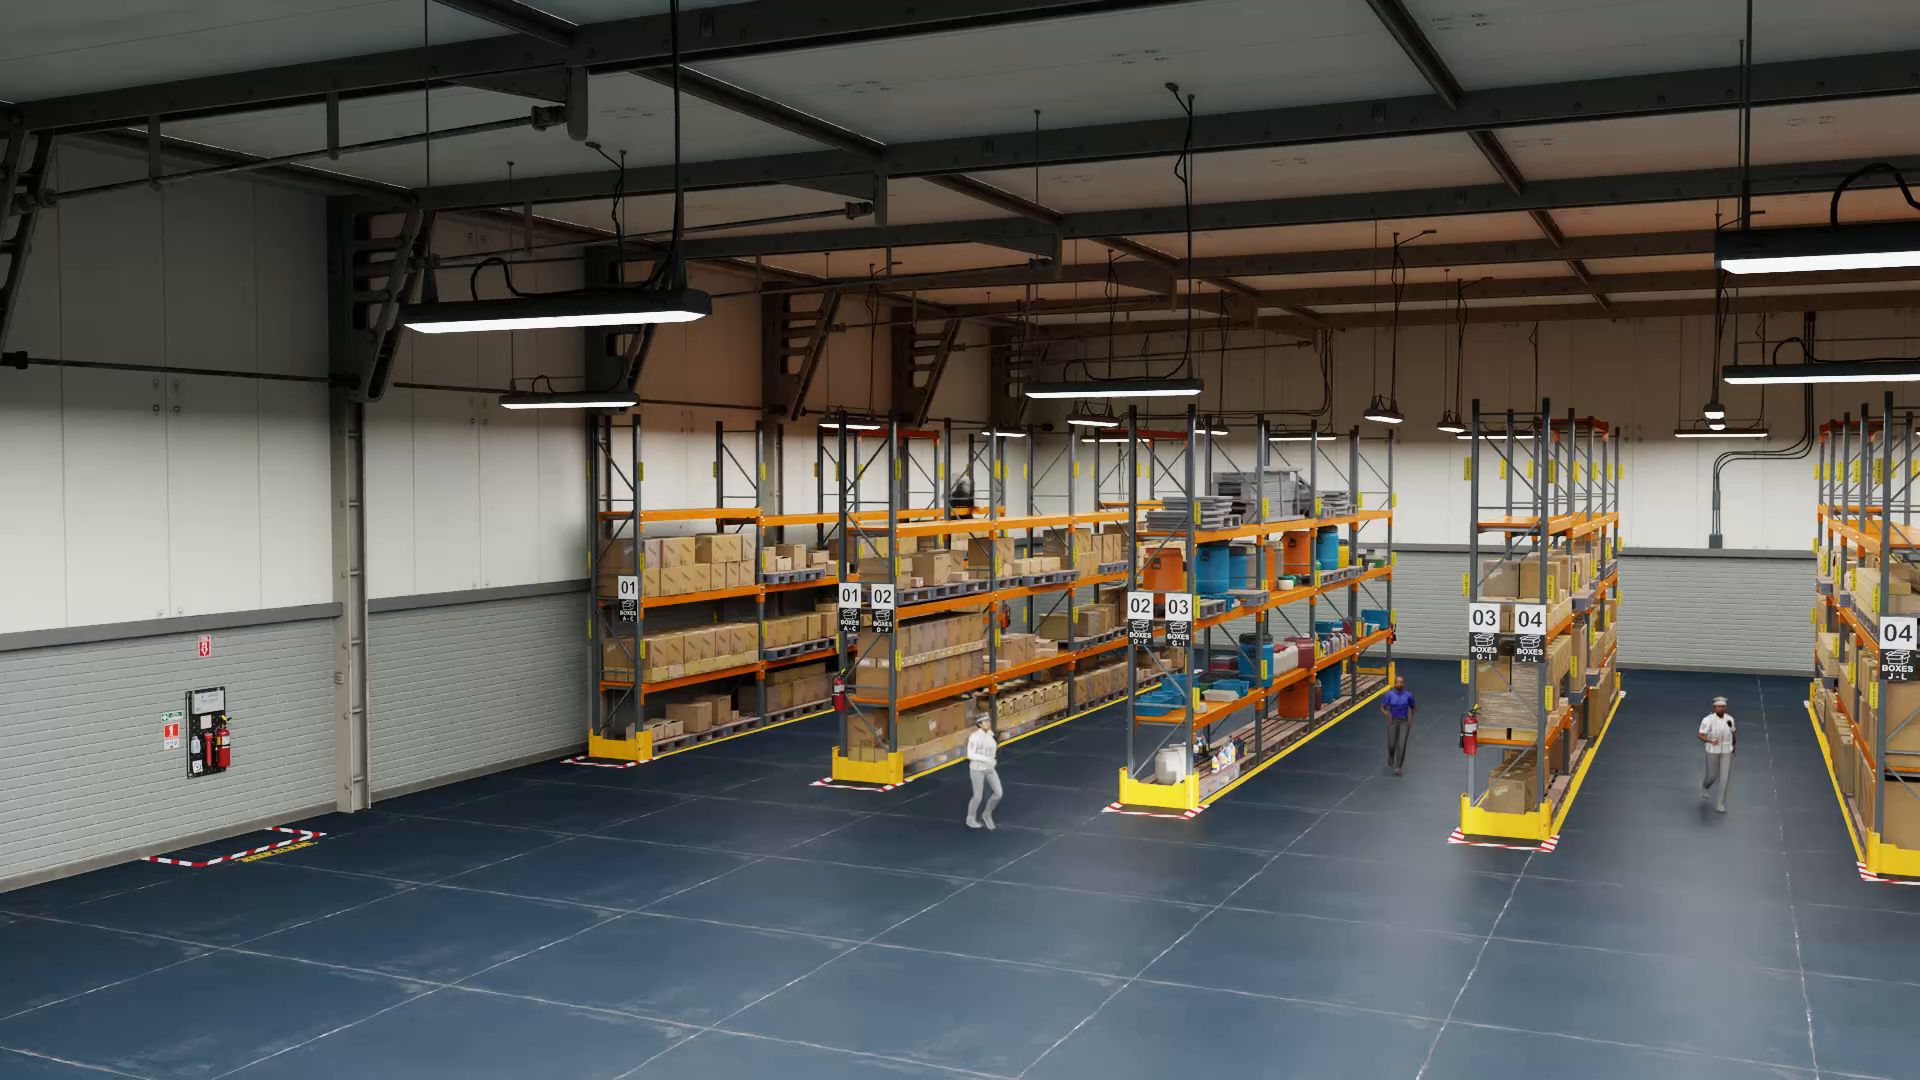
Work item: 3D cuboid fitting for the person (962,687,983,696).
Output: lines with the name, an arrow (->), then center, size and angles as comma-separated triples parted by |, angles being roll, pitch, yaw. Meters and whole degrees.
person -> 0.247, 2.723, 35.429 | 0.582, 1.707, 0.775 | 1, 2, 18

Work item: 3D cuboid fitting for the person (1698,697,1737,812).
person -> 11.254, 3.147, 24.684 | 0.581, 1.670, 0.739 | 0, 2, 9

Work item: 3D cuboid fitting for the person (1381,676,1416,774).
person -> 7.291, 3.066, 27.631 | 0.564, 1.596, 0.548 | 0, 2, 9

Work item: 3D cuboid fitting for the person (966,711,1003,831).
person -> 0.335, 3.213, 23.122 | 0.579, 1.682, 0.683 | -2, 3, -38
